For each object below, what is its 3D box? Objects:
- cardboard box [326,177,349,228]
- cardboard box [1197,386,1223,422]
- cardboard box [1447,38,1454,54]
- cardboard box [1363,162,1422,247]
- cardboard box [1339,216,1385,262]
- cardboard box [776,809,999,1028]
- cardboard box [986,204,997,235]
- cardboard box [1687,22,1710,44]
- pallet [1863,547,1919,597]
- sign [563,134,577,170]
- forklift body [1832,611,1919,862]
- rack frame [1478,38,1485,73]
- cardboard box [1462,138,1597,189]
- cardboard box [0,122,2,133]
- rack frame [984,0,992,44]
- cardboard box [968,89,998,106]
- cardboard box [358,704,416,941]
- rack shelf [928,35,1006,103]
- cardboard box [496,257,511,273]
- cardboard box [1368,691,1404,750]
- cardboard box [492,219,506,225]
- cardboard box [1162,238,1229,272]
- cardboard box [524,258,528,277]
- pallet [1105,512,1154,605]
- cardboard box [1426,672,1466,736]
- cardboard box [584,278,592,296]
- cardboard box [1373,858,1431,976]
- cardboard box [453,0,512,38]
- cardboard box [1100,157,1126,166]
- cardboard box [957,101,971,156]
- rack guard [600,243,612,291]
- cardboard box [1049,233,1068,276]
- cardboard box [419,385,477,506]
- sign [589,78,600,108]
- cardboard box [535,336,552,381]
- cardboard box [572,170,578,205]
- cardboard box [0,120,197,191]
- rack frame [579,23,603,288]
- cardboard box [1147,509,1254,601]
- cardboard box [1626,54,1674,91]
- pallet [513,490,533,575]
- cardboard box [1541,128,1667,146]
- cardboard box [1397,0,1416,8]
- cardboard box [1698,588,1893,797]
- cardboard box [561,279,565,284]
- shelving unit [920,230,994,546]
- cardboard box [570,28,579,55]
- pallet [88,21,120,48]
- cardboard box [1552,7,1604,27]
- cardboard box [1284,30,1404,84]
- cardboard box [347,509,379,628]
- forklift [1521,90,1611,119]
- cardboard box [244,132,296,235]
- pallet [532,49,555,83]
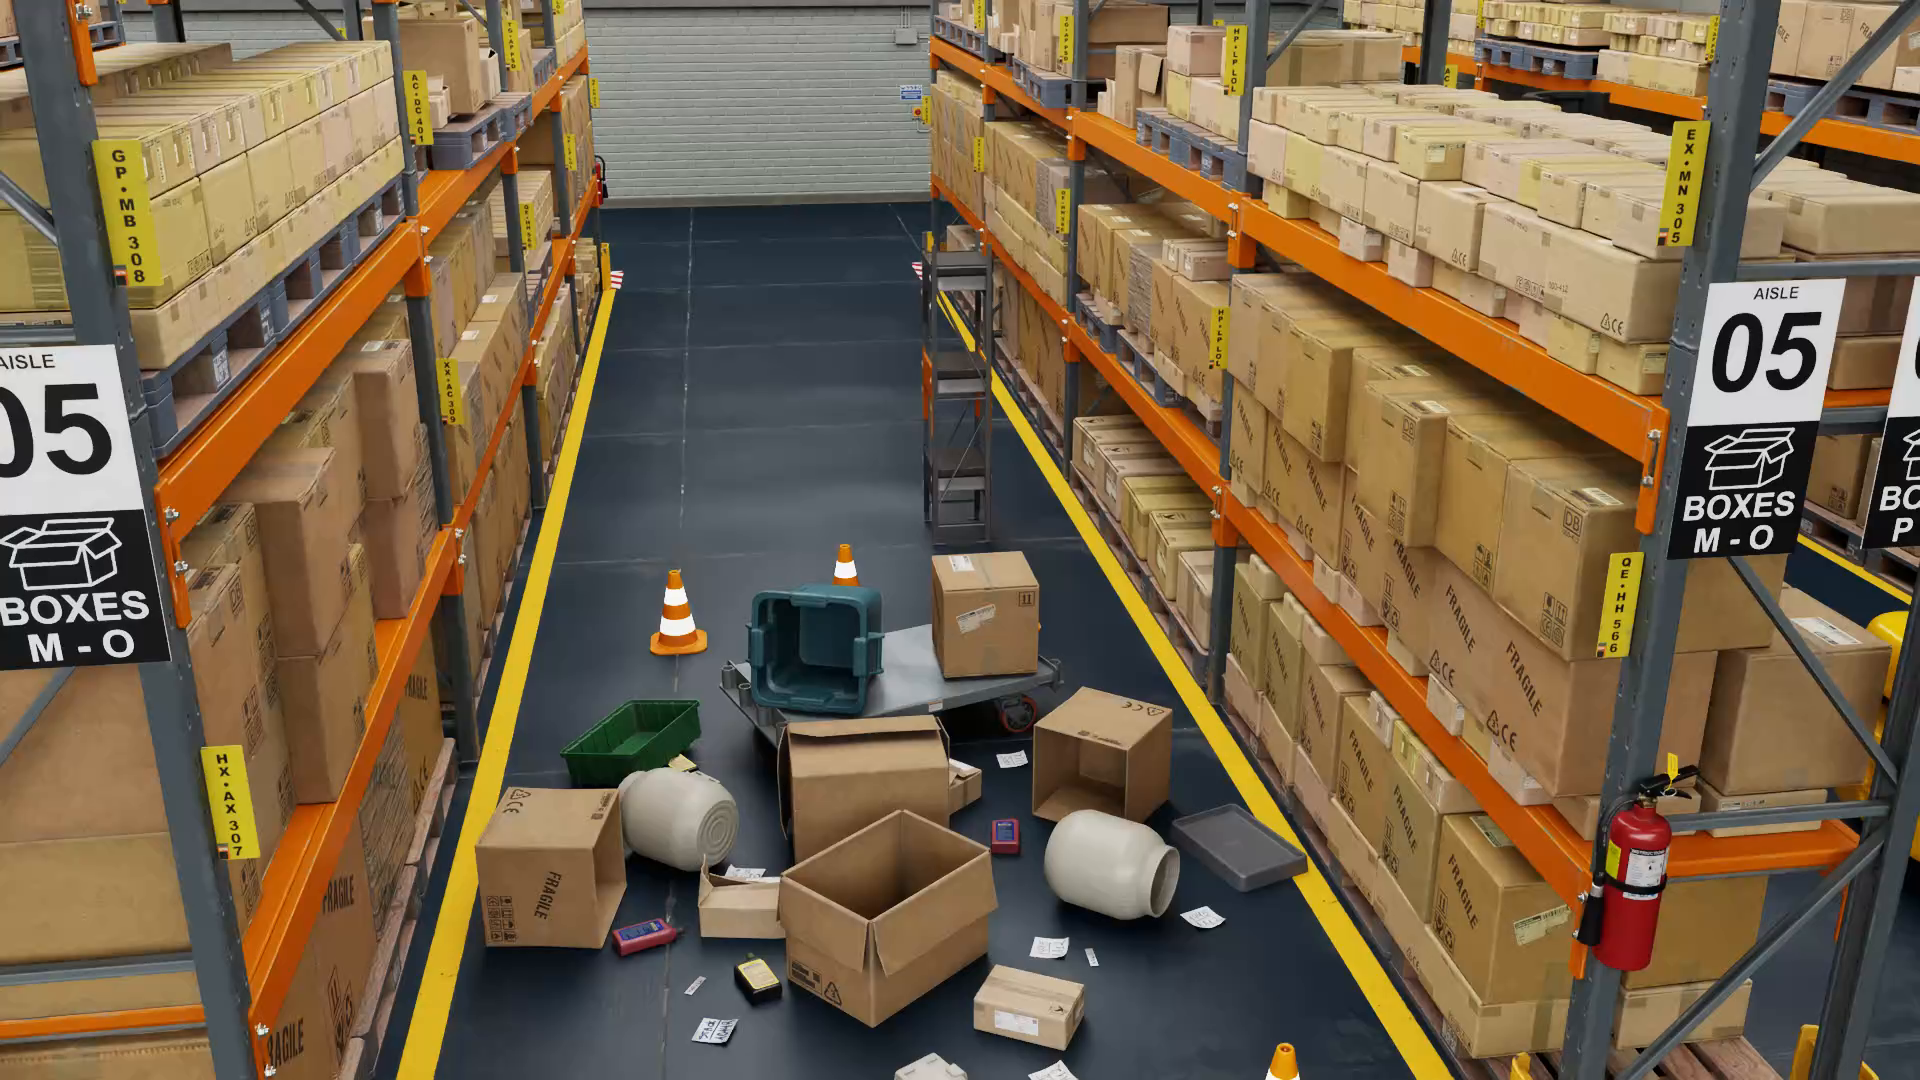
[{"bbox_3d":[-2.444,-1.221,6.026,0.380,0.149,0.250,-3,21,-8],"label":"cardboard box"},{"bbox_3d":[1.538,-0.769,9.246,0.380,0.149,0.250,-3,21,-7],"label":"cardboard box"},{"bbox_3d":[5.237,-5.122,17.215,0.380,0.149,0.250,-2,21,-6],"label":"cardboard box"},{"bbox_3d":[1.895,-1.307,6.429,0.500,0.250,0.500,-3,21,-7],"label":"cardboard box"},{"bbox_3d":[1.786,-1.242,6.826,0.380,0.149,0.250,-3,21,-9],"label":"cardboard box"},{"bbox_3d":[-0.297,1.549,6.851,0.637,0.503,0.797,17,27,39],"label":"cardboard box"},{"bbox_3d":[0.534,-3.059,15.834,0.500,0.250,0.500,-3,21,-9],"label":"cardboard box"},{"bbox_3d":[5.877,-3.927,12.876,0.380,0.149,0.250,-2,21,-6],"label":"cardboard box"},{"bbox_3d":[6.652,0.276,10.675,1.003,0.211,1.213,-3,21,-8],"label":"pallet"},{"bbox_3d":[-3.603,-3.582,15.365,0.100,0.325,0.005,-3,21,-8],"label":"sign"},{"bbox_3d":[5.294,0.441,7.461,2.313,2.155,1.214,-3,21,-8],"label":"forklift body"},{"bbox_3d":[5.643,-3.547,16.925,1.000,3.000,0.127,-3,21,-8],"label":"rack frame"},{"bbox_3d":[2.041,-1.350,5.975,0.380,0.149,0.250,-4,21,-9],"label":"cardboard box"},{"bbox_3d":[-2.917,-1.125,4.630,0.380,0.149,0.250,-3,21,-7],"label":"cardboard box"},{"bbox_3d":[0.732,-6.106,15.202,1.000,3.000,0.127,-3,21,-8],"label":"rack frame"},{"bbox_3d":[0.290,-4.560,17.139,0.380,0.149,0.250,-3,21,-8],"label":"cardboard box"},{"bbox_3d":[-2.844,1.091,6.944,0.875,0.875,0.875,-3,21,-7],"label":"cardboard box"},{"bbox_3d":[0.444,-5.056,17.707,1.077,0.370,4.000,-3,21,-8],"label":"rack shelf"},{"bbox_3d":[-3.446,-2.021,12.175,0.380,0.149,0.250,-2,21,-5],"label":"cardboard box"},{"bbox_3d":[1.899,0.729,6.807,0.380,0.149,0.250,-2,21,-5],"label":"cardboard box"},{"bbox_3d":[-3.523,-2.331,12.579,0.380,0.149,0.250,-3,21,-8],"label":"cardboard box"},{"bbox_3d":[1.420,-1.692,9.865,0.380,0.149,0.250,-4,21,-10],"label":"cardboard box"},{"bbox_3d":[-3.518,-2.056,12.693,0.380,0.149,0.250,-2,21,-5],"label":"cardboard box"},{"bbox_3d":[1.592,0.088,11.178,1.003,0.211,1.213,-3,21,-8],"label":"pallet"},{"bbox_3d":[1.967,0.599,6.184,0.380,0.149,0.250,-3,21,-7],"label":"cardboard box"},{"bbox_3d":[-4.120,-2.686,17.669,0.380,0.149,0.250,-3,21,-7],"label":"cardboard box"},{"bbox_3d":[2.012,1.505,6.729,0.500,0.250,0.500,-3,21,-8],"label":"cardboard box"},{"bbox_3d":[-3.435,-3.769,11.995,0.396,0.266,0.258,-3,21,-8],"label":"cardboard box"},{"bbox_3d":[1.398,-2.780,13.300,0.500,0.500,0.500,-3,21,-8],"label":"cardboard box"},{"bbox_3d":[0.243,-4.312,17.401,0.500,0.500,0.500,-3,21,-7],"label":"cardboard box"},{"bbox_3d":[-4.718,-3.198,19.564,1.175,0.500,0.348,-3,21,-8],"label":"rack guard"},{"bbox_3d":[0.987,-2.229,12.897,0.500,0.250,0.500,-3,21,-8],"label":"cardboard box"},{"bbox_3d":[-2.808,-0.483,8.580,0.500,0.500,0.500,-3,21,-7],"label":"cardboard box"},{"bbox_3d":[-4.176,-5.107,18.996,0.100,0.325,0.005,-3,21,-8],"label":"sign"},{"bbox_3d":[-3.508,-1.429,13.156,0.500,0.250,0.500,-3,21,-8],"label":"cardboard box"},{"bbox_3d":[-4.052,-3.552,16.371,0.500,0.500,0.500,-3,21,-8],"label":"cardboard box"},{"bbox_3d":[-2.190,-0.979,4.239,0.380,0.149,0.250,-3,21,-7],"label":"cardboard box"},{"bbox_3d":[-4.729,-4.395,19.198,1.000,3.000,0.127,-3,21,-8],"label":"rack frame"},{"bbox_3d":[1.700,0.079,10.374,0.950,0.372,0.625,-2,21,-4],"label":"cardboard box"},{"bbox_3d":[5.832,-3.836,13.628,0.500,0.250,0.500,-3,21,-8],"label":"cardboard box"},{"bbox_3d":[-3.536,-0.043,11.528,1.003,0.211,1.213,-3,21,-8],"label":"pallet"},{"bbox_3d":[2.424,-1.463,6.279,0.380,0.149,0.250,-2,21,-7],"label":"cardboard box"},{"bbox_3d":[5.106,-5.948,18.141,0.500,0.250,0.500,-2,21,-6],"label":"cardboard box"},{"bbox_3d":[2.668,0.495,5.535,0.500,0.500,0.500,-3,21,-9],"label":"cardboard box"},{"bbox_3d":[-4.123,-2.553,16.888,0.380,0.149,0.250,-3,21,-9],"label":"cardboard box"},{"bbox_3d":[-0.024,-1.041,11.502,0.431,2.100,0.503,-3,21,-8],"label":"shelving unit"},{"bbox_3d":[-4.166,-5.054,16.889,0.500,0.250,0.500,-2,21,-5],"label":"cardboard box"},{"bbox_3d":[-9.534,-5.288,17.426,1.003,0.211,1.213,-3,21,-8],"label":"pallet"},{"bbox_3d":[5.506,-4.649,14.780,0.380,0.149,0.250,-3,21,-7],"label":"cardboard box"},{"bbox_3d":[2.116,-2.686,9.233,0.500,0.250,0.500,-3,21,-9],"label":"cardboard box"},{"bbox_3d":[-2.871,0.198,6.684,0.875,0.550,0.550,-3,21,-8],"label":"cardboard box"},{"bbox_3d":[4.539,-1.667,11.990,1.130,2.935,3.031,-13,24,-31],"label":"forklift"},{"bbox_3d":[-2.385,-1.104,5.144,0.500,0.250,0.500,-3,21,-8],"label":"cardboard box"},{"bbox_3d":[-4.168,-4.109,14.411,1.213,0.211,1.003,-3,21,-8],"label":"pallet"}]
